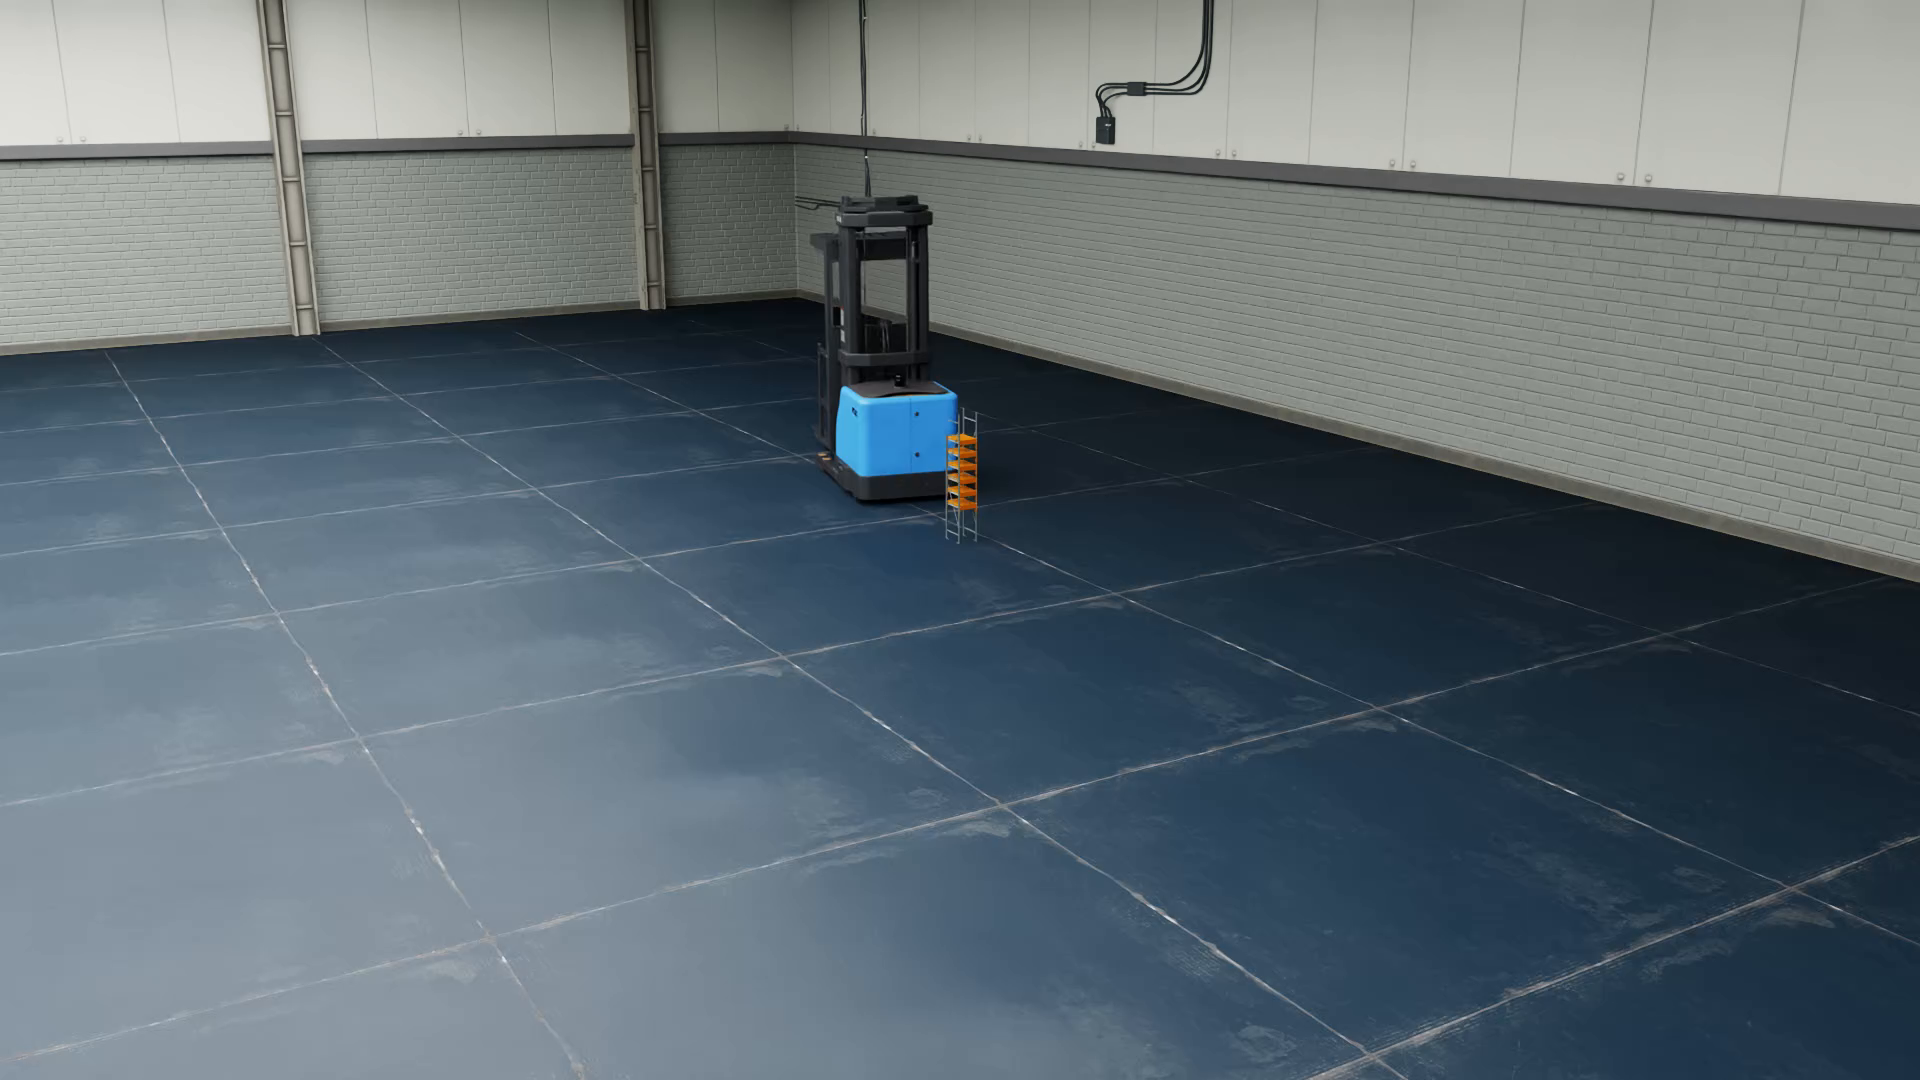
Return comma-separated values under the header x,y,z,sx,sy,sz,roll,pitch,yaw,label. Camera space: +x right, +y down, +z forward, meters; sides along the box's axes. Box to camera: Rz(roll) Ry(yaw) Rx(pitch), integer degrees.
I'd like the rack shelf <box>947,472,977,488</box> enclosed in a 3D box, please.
x,y,z,sx,sy,sz,roll,pitch,yaw,label
0.012,-0.537,15.107,0.180,0.103,0.258,-9,18,-30,rack shelf

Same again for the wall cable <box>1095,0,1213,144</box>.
x,y,z,sx,sy,sz,roll,pitch,yaw,label
2.489,-8.091,21.140,0.169,6.003,2.305,-9,18,-30,wall cable

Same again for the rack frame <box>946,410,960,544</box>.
x,y,z,sx,sy,sz,roll,pitch,yaw,label
-0.066,-0.567,15.050,0.006,1.200,0.240,-9,18,-30,rack frame

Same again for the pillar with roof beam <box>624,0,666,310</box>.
x,y,z,sx,sy,sz,roll,pitch,yaw,label
-3.376,-7.552,25.520,0.400,9.000,9.100,-9,18,-30,pillar with roof beam

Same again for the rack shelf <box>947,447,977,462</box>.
x,y,z,sx,sy,sz,roll,pitch,yaw,label
0.012,-0.768,15.042,0.180,0.103,0.258,-9,18,-30,rack shelf

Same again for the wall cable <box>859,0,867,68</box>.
x,y,z,sx,sy,sz,roll,pitch,yaw,label
-0.993,-8.963,26.947,0.112,2.526,3.097,-9,18,-30,wall cable

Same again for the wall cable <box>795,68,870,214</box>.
x,y,z,sx,sy,sz,roll,pitch,yaw,label
-2.386,-7.157,29.861,0.112,2.526,3.097,-9,18,-30,wall cable

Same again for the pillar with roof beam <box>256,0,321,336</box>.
x,y,z,sx,sy,sz,roll,pitch,yaw,label
-8.519,-6.718,22.544,0.400,9.000,9.100,-9,18,-30,pillar with roof beam

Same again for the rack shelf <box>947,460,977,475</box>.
x,y,z,sx,sy,sz,roll,pitch,yaw,label
0.012,-0.653,15.075,0.180,0.103,0.258,-9,18,-30,rack shelf

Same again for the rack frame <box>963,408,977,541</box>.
x,y,z,sx,sy,sz,roll,pitch,yaw,label
0.091,-0.592,15.141,0.006,1.200,0.240,-9,18,-30,rack frame

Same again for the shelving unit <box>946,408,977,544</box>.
x,y,z,sx,sy,sz,roll,pitch,yaw,label
0.012,-0.580,15.095,0.189,1.200,0.258,-9,18,-30,shelving unit

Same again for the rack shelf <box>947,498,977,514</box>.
x,y,z,sx,sy,sz,roll,pitch,yaw,label
0.012,-0.306,15.172,0.180,0.103,0.258,-9,18,-30,rack shelf

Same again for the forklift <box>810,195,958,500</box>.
x,y,z,sx,sy,sz,roll,pitch,yaw,label
-0.933,-2.156,17.512,1.130,2.935,3.031,-5,16,-17,forklift

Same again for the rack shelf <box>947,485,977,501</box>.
x,y,z,sx,sy,sz,roll,pitch,yaw,label
0.012,-0.421,15.140,0.180,0.103,0.258,-9,18,-30,rack shelf

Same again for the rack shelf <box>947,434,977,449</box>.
x,y,z,sx,sy,sz,roll,pitch,yaw,label
0.012,-0.884,15.010,0.180,0.103,0.258,-9,18,-30,rack shelf
